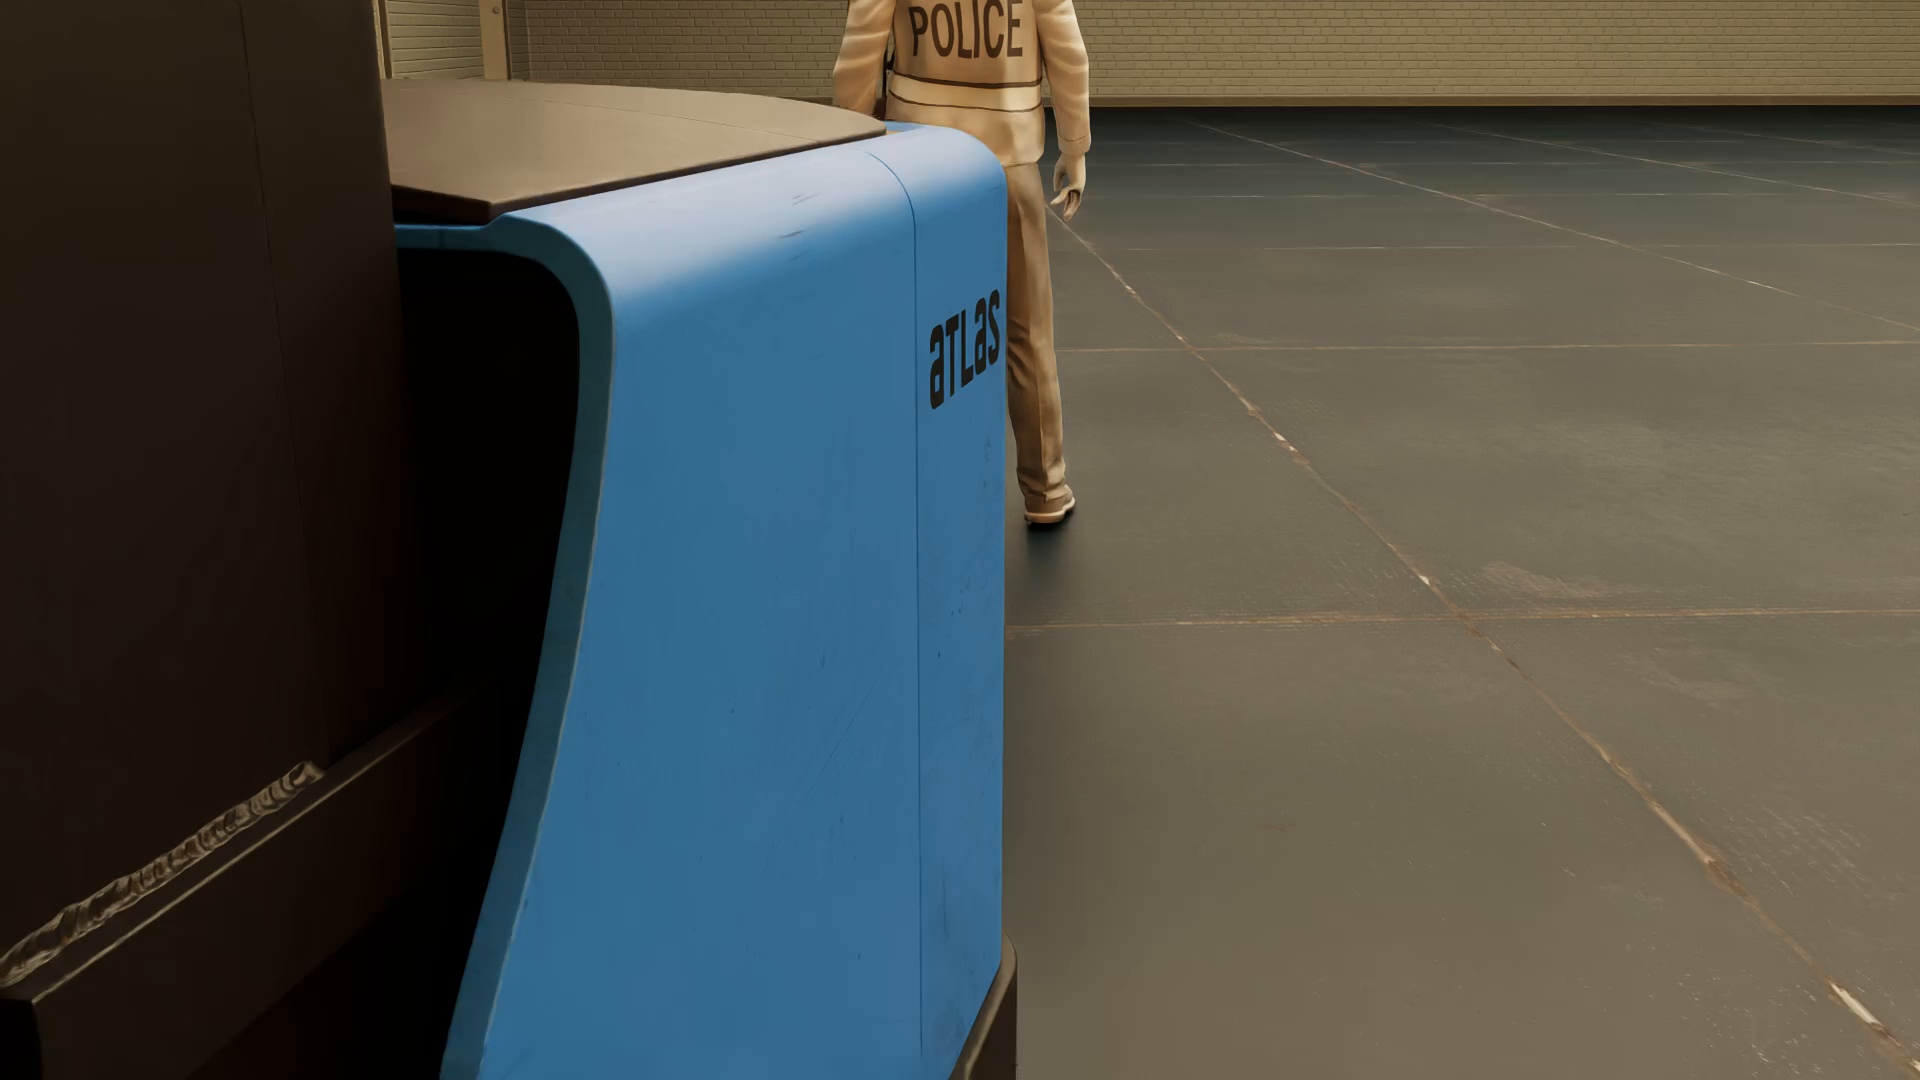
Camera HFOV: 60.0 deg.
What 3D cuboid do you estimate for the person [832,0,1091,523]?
[{"bbox_3d":[0.004,-0.837,3.734,0.586,1.694,0.530,-1,17,-3],"label":"person"}]
